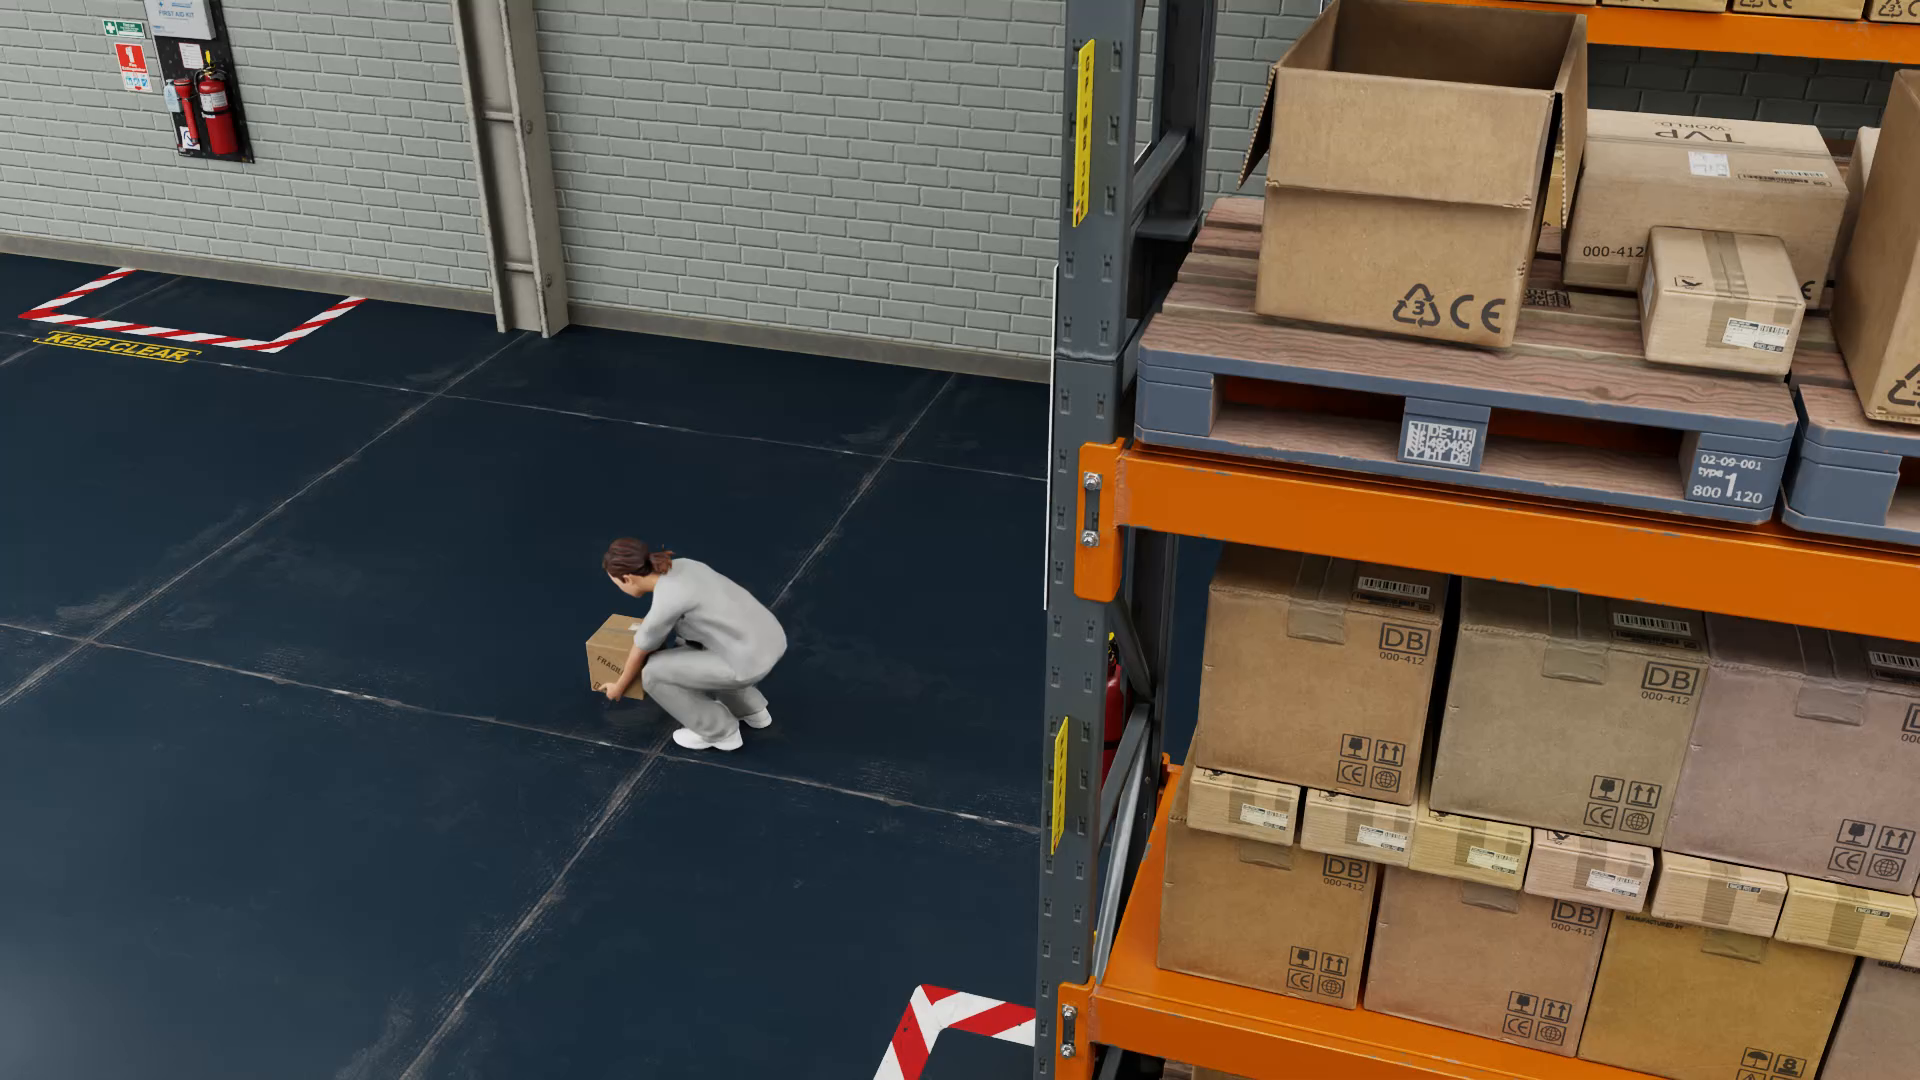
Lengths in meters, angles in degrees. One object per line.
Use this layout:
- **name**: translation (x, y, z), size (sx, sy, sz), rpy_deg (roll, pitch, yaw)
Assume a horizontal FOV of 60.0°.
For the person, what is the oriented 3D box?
- **person**: translation (-1.149, 0.425, 7.117), size (0.804, 0.955, 0.465), rpy_deg (8, 30, 14)
